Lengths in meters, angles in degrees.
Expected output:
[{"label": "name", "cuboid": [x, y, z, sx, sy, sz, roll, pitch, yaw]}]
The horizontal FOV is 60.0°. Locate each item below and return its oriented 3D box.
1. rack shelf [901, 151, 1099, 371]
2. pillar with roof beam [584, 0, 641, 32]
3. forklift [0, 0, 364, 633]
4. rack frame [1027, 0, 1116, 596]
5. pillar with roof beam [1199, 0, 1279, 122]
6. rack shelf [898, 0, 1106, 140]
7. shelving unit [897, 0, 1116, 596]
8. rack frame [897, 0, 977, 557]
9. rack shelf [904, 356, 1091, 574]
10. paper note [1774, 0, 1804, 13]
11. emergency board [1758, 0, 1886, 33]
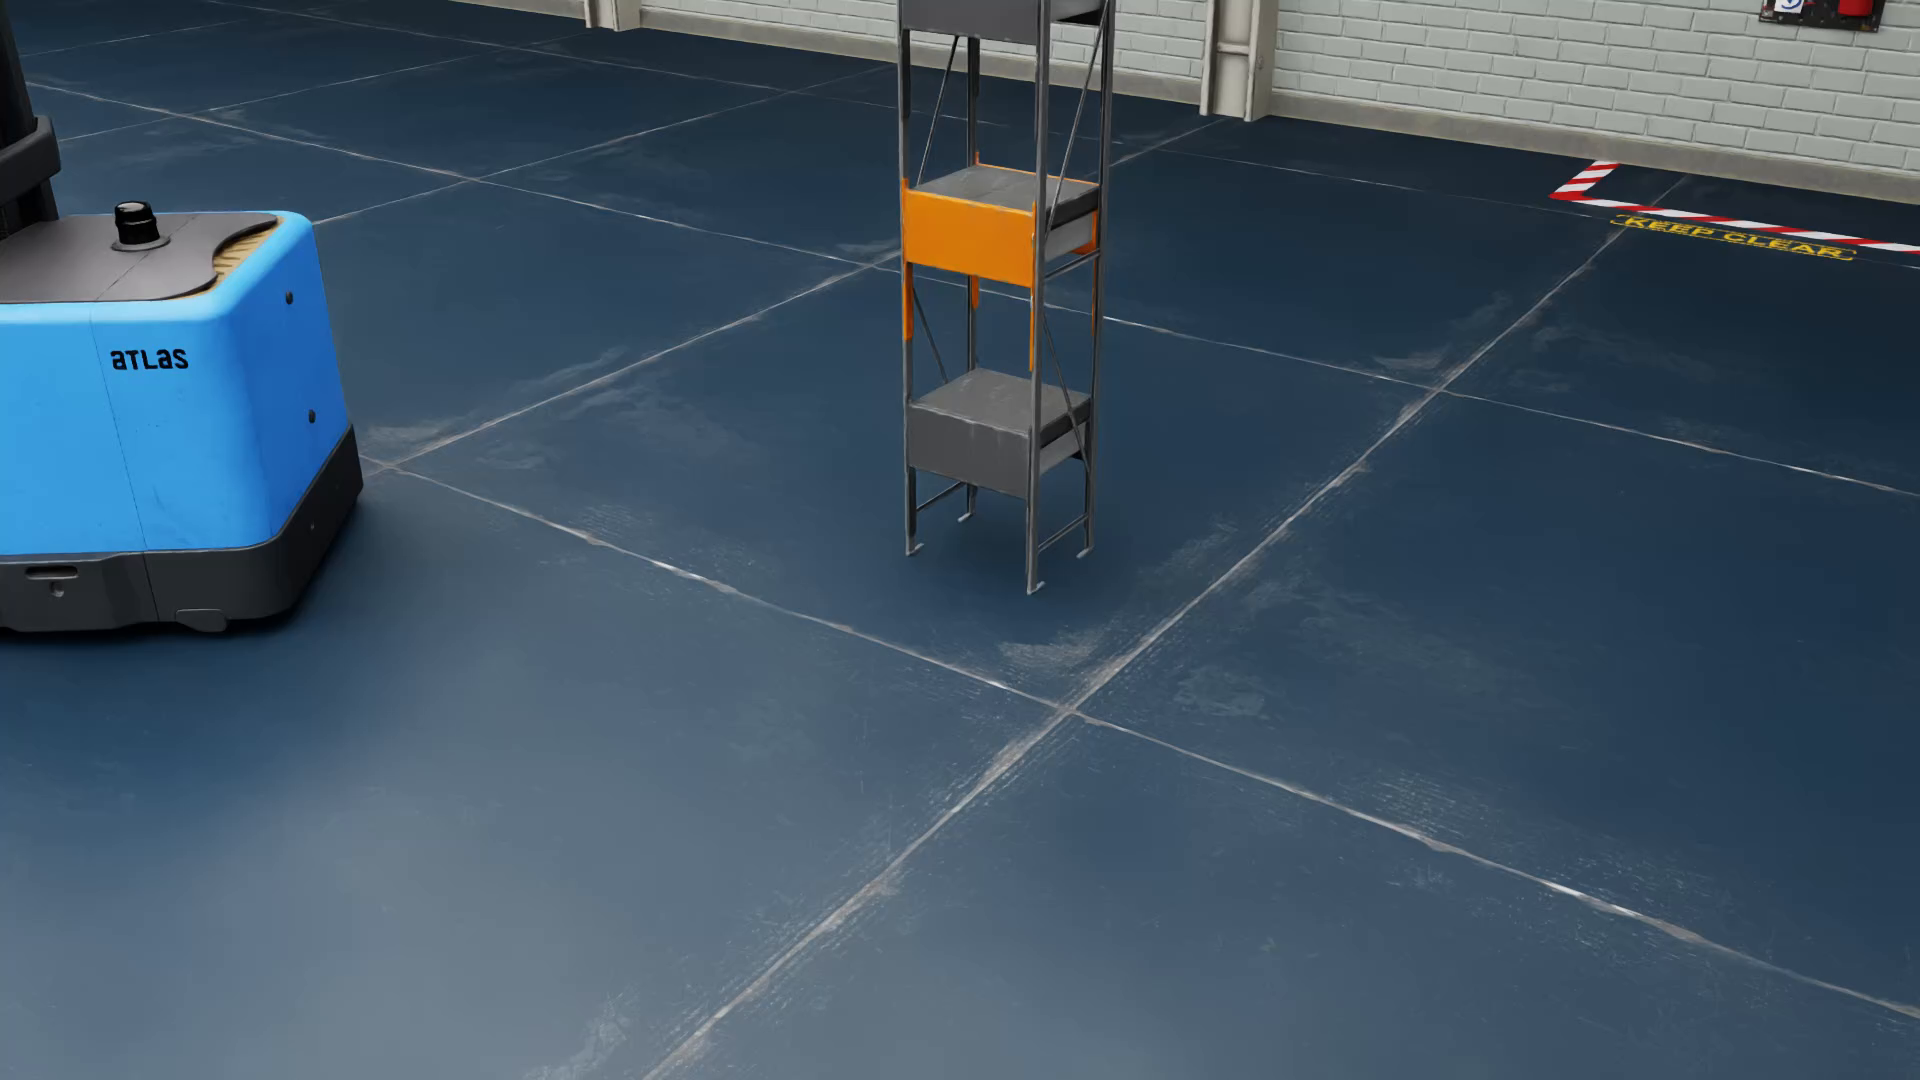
[{"label": "rack shelf", "cuboid": [0.136, -0.881, 5.196, 0.480, 0.518, 0.431, 17, 32, 30]}, {"label": "pillar with roof beam", "cuboid": [-5.472, -6.907, 9.400, 0.400, 9.000, 9.100, 17, 32, 30]}, {"label": "forklift", "cuboid": [-3.622, -1.192, 4.860, 3.031, 2.935, 1.130, -2, 27, -4]}, {"label": "rack frame", "cuboid": [0.338, -0.831, 5.067, 0.015, 2.100, 0.400, 17, 32, 30]}, {"label": "pillar with roof beam", "cuboid": [-0.526, -5.366, 6.372, 0.400, 9.000, 9.100, 17, 32, 30]}, {"label": "rack shelf", "cuboid": [0.136, -1.505, 4.879, 0.480, 0.518, 0.431, 17, 32, 30]}, {"label": "shelving unit", "cuboid": [0.136, -0.893, 5.190, 0.503, 2.100, 0.431, 17, 32, 30]}, {"label": "rack frame", "cuboid": [-0.065, -0.956, 5.313, 0.015, 2.100, 0.400, 17, 32, 30]}, {"label": "rack shelf", "cuboid": [0.136, -0.257, 5.514, 0.480, 0.518, 0.431, 17, 32, 30]}, {"label": "paper note", "cuboid": [4.735, -3.089, 9.483, 0.142, 0.148, 0.016, 17, 32, 30]}, {"label": "emergency board", "cuboid": [4.842, -3.410, 9.143, 0.643, 1.169, 0.194, 17, 32, 30]}]
